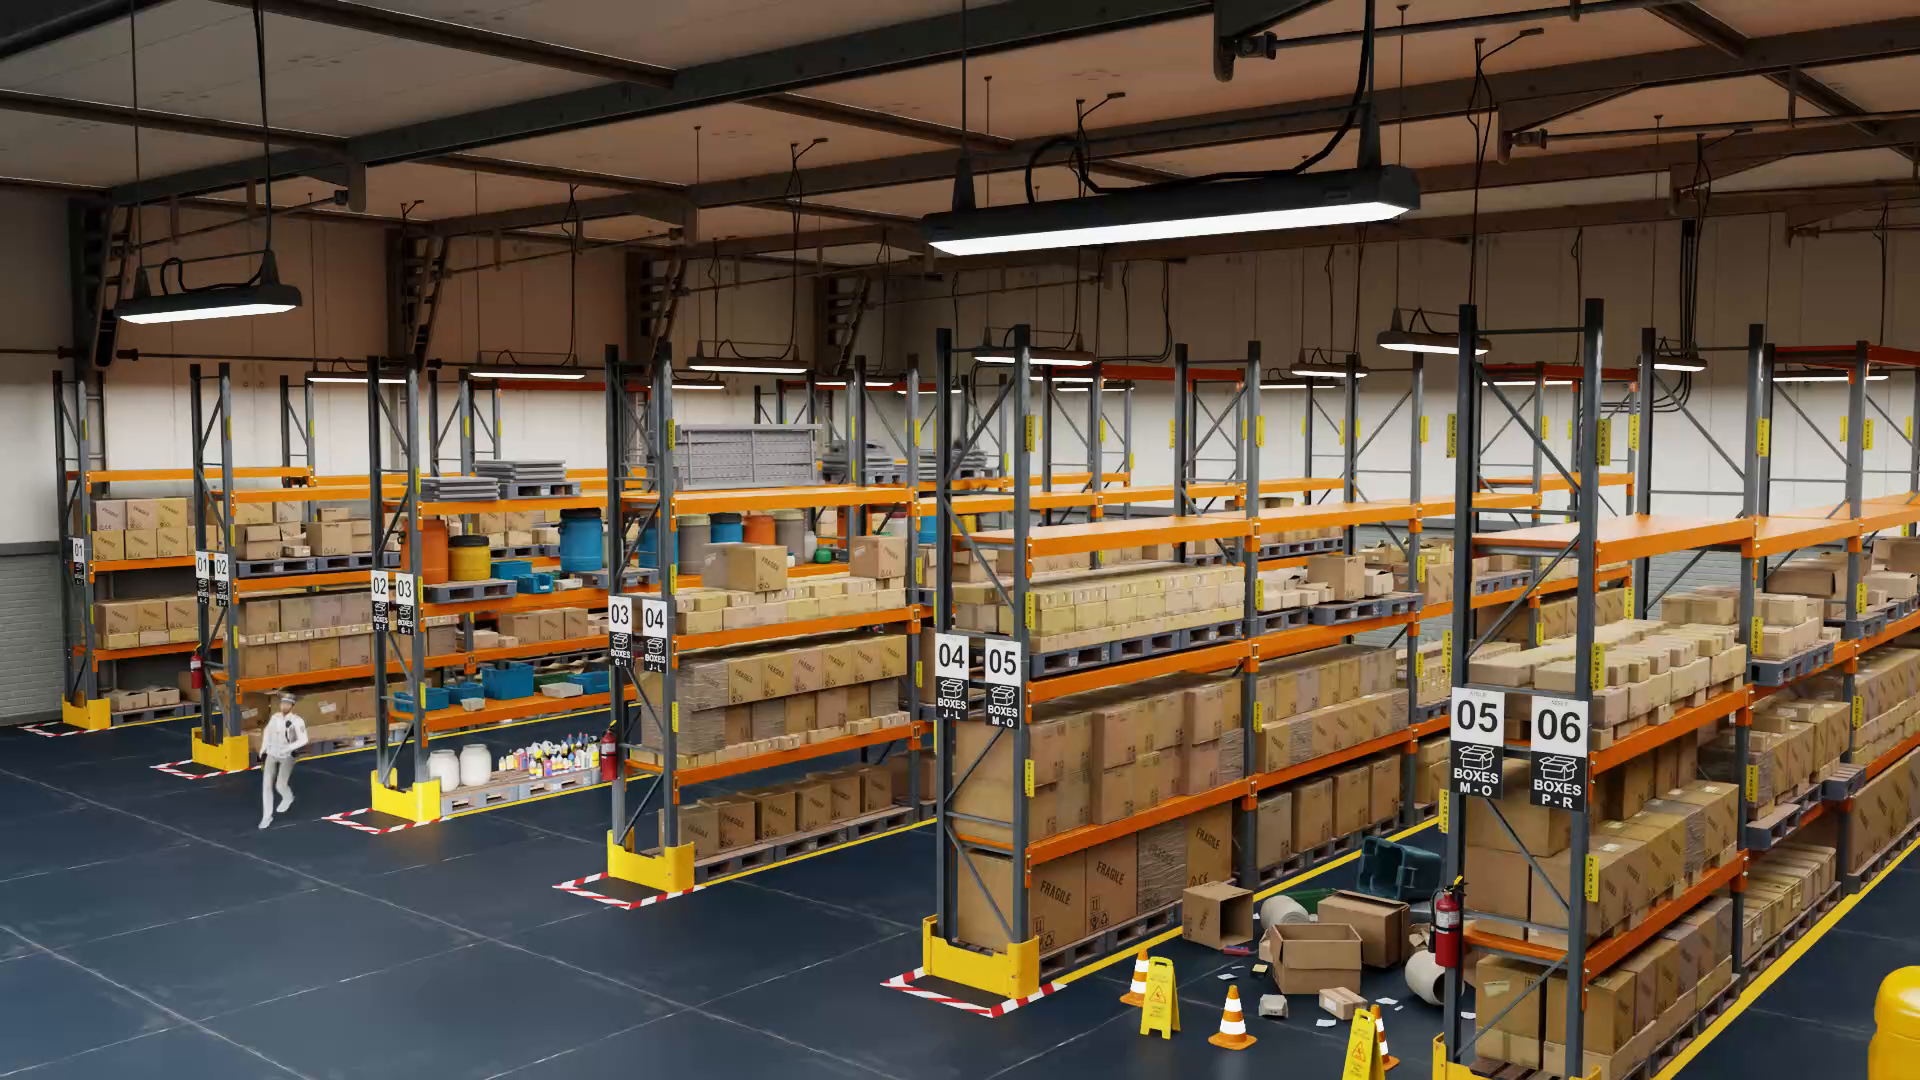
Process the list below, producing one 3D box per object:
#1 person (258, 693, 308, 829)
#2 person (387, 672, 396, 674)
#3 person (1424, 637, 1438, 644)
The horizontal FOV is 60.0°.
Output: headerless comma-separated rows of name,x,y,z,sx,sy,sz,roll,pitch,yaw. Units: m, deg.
person,-8.706,2.798,21.347,0.638,1.684,0.768,0,4,4
person,-10.035,2.188,29.323,0.660,1.723,0.626,3,5,33
person,7.502,2.393,26.711,0.587,1.691,0.666,3,5,39
